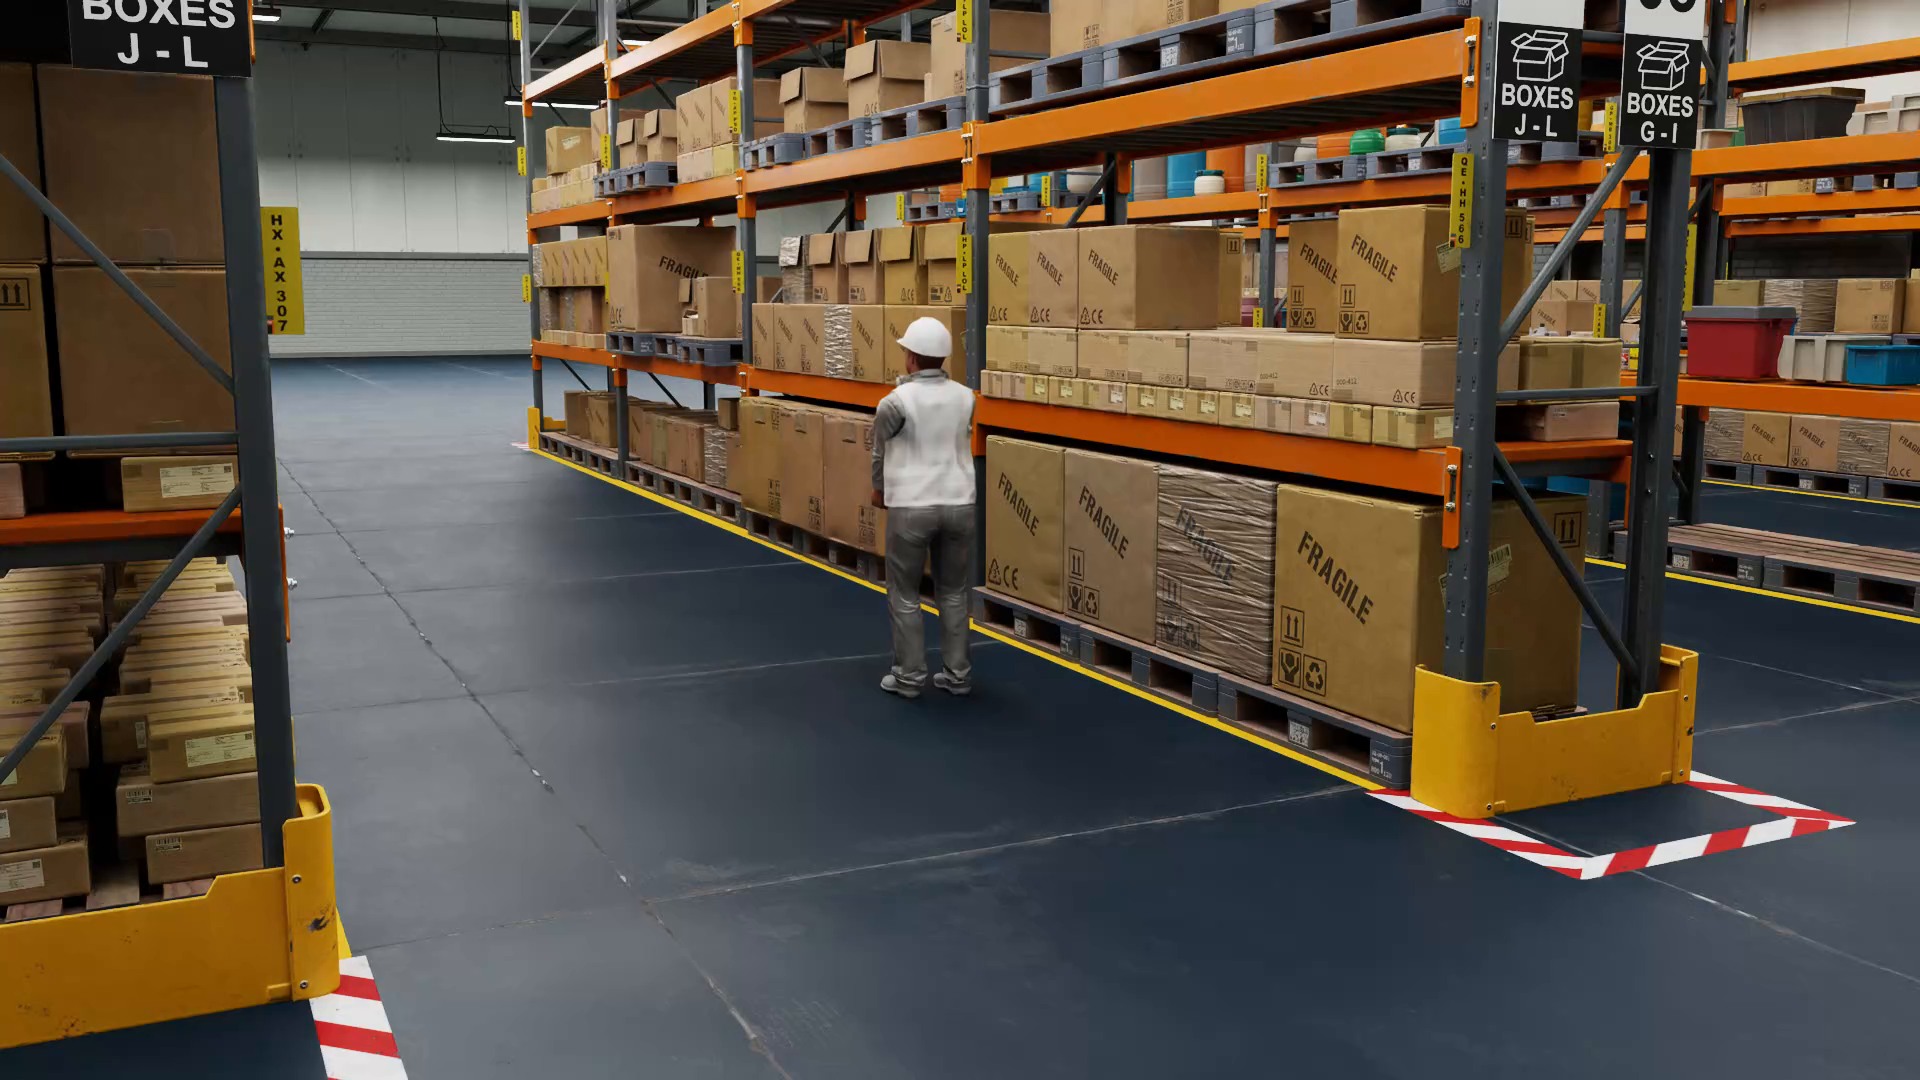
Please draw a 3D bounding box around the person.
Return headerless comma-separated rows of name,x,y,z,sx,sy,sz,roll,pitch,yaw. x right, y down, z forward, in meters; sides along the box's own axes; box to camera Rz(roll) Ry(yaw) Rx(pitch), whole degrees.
person,-0.197,-0.156,7.819,0.495,1.772,0.549,-4,9,-26
